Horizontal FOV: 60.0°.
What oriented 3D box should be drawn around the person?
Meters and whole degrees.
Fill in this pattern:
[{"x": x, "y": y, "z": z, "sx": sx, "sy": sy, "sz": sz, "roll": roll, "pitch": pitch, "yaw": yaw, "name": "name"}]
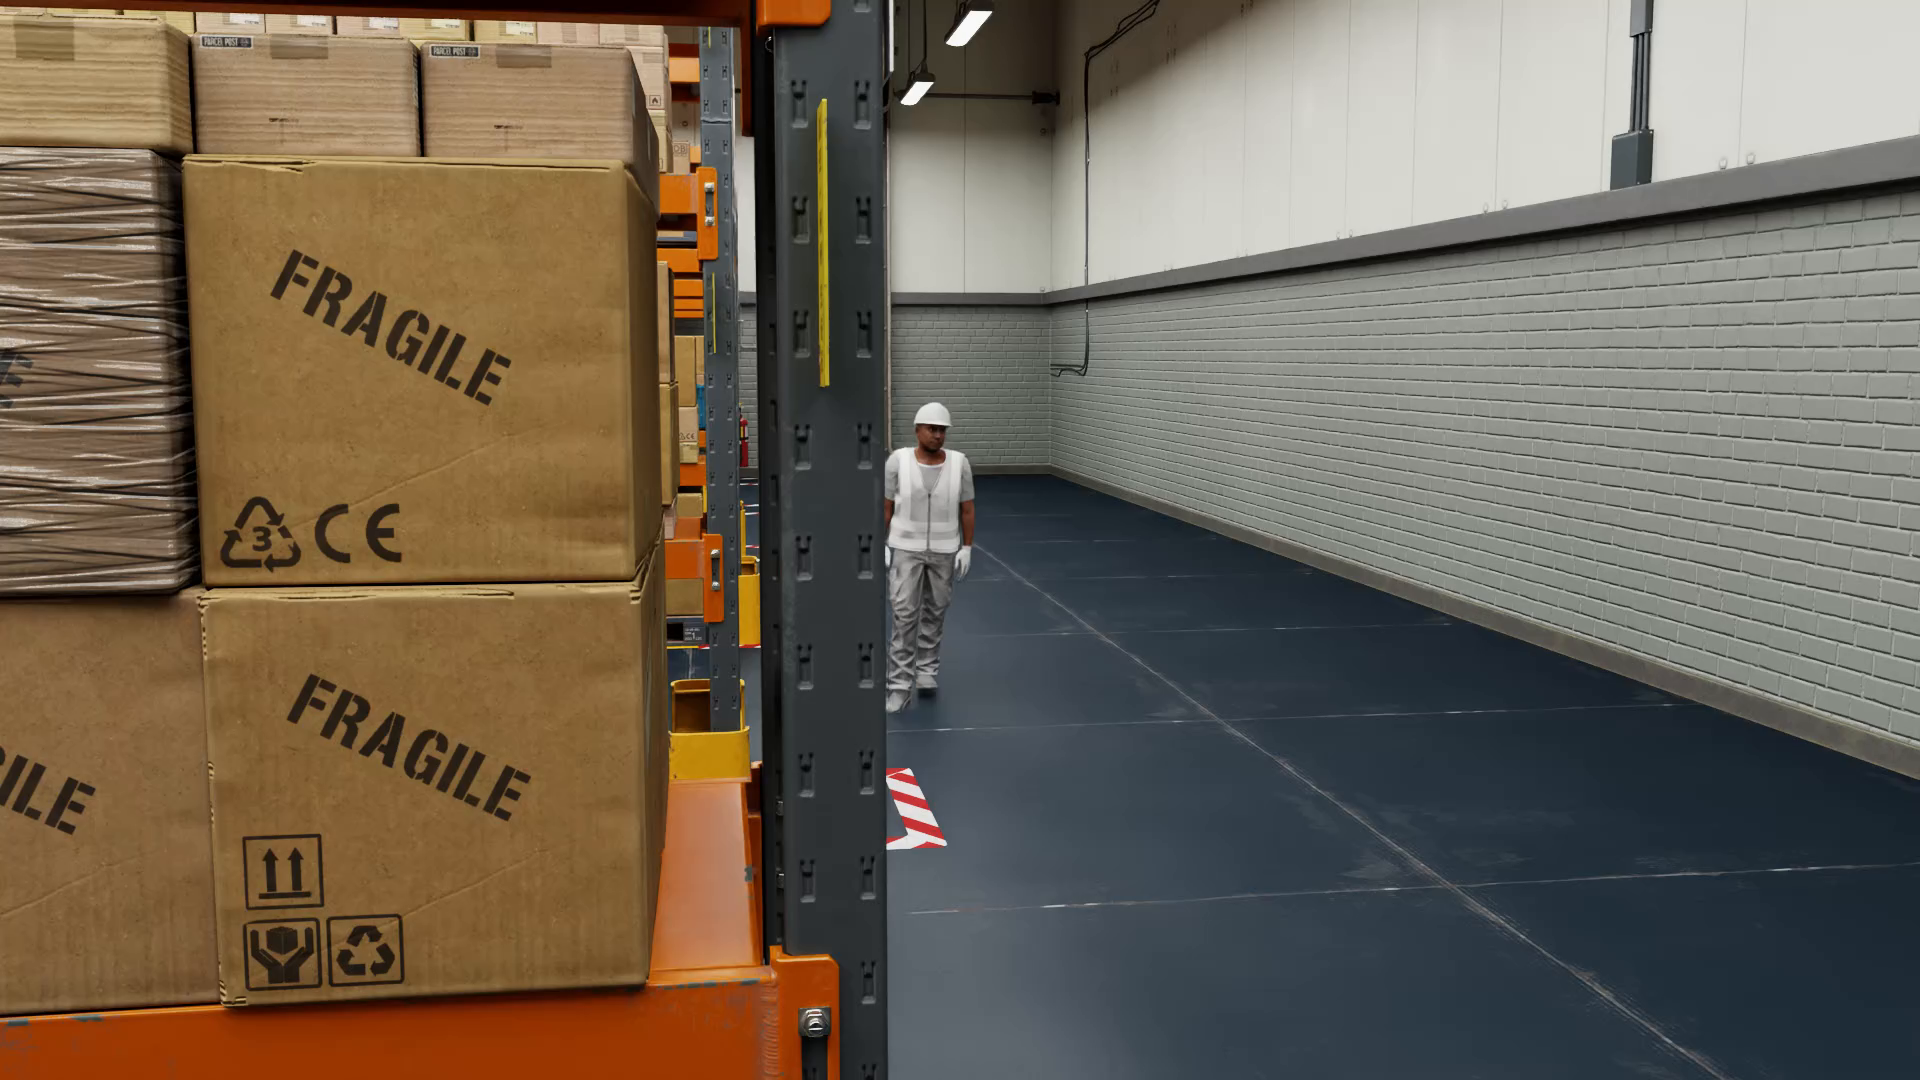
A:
[{"x": -0.219, "y": 0.086, "z": 9.900, "sx": 0.611, "sy": 1.807, "sz": 0.698, "roll": -1, "pitch": 7, "yaw": -11, "name": "person"}]
